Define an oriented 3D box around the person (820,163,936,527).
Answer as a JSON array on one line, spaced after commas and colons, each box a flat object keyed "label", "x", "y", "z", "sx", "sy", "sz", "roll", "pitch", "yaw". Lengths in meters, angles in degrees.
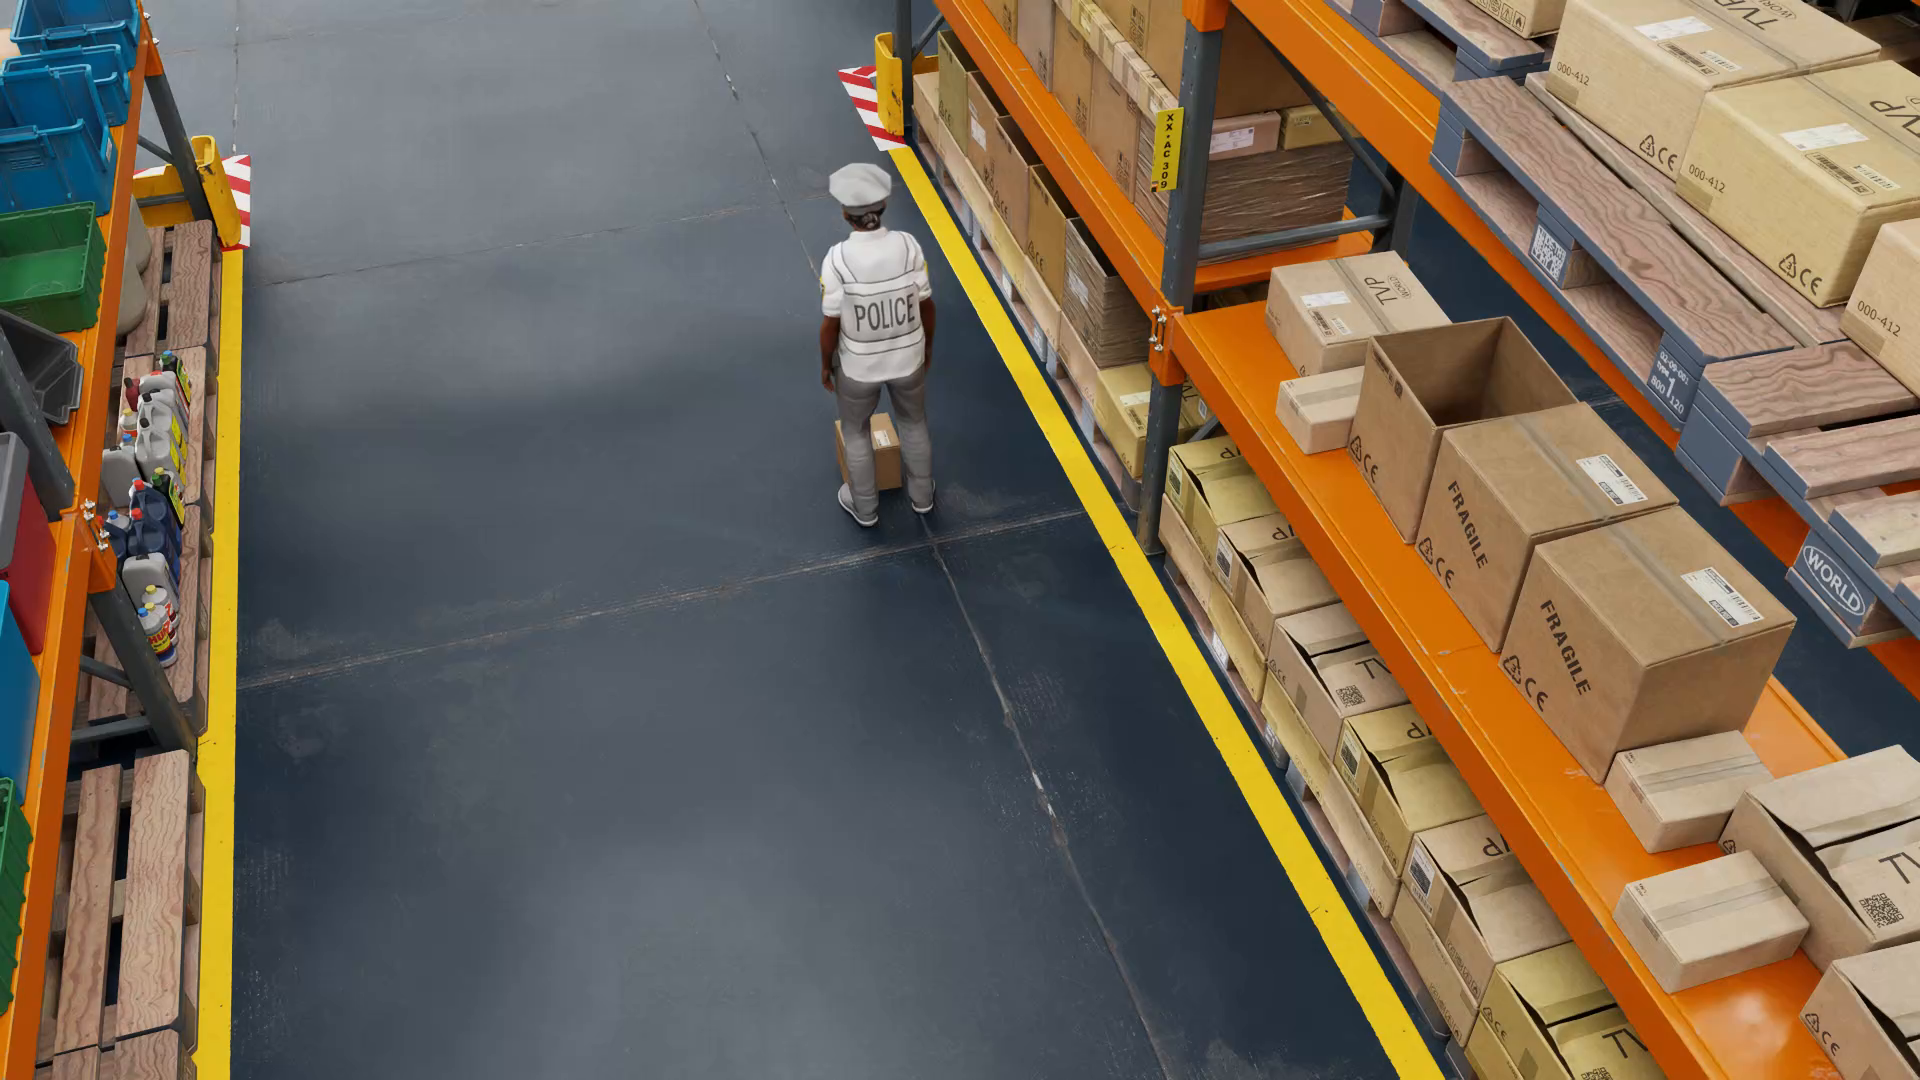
[{"label": "person", "x": -0.338, "y": -0.768, "z": 7.000, "sx": 0.512, "sy": 1.657, "sz": 0.399, "roll": -12, "pitch": 44, "yaw": -13}]
